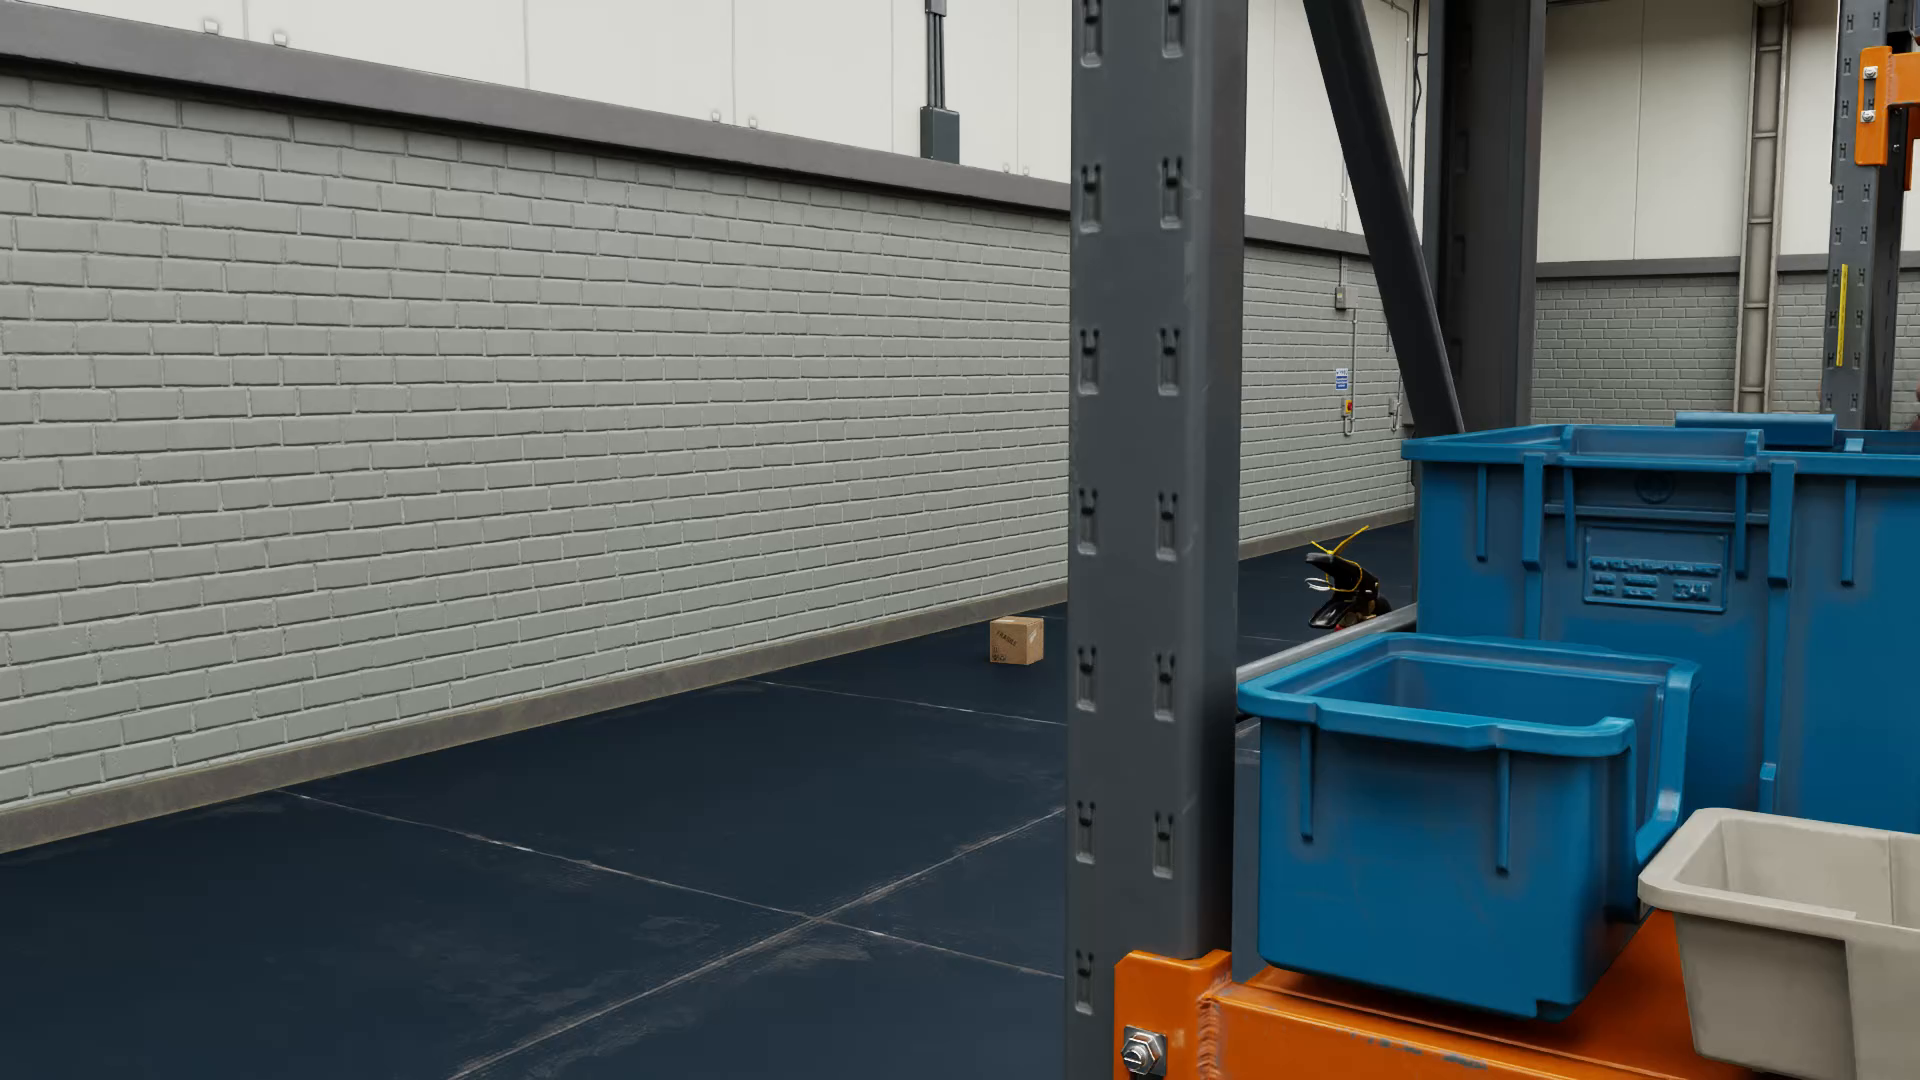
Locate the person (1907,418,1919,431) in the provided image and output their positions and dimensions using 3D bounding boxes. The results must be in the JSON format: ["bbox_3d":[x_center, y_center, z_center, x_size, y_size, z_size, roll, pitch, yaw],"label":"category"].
[{"bbox_3d":[4.941,0.011,8.465,0.772,1.766,0.612,2,6,14],"label":"person"}]
